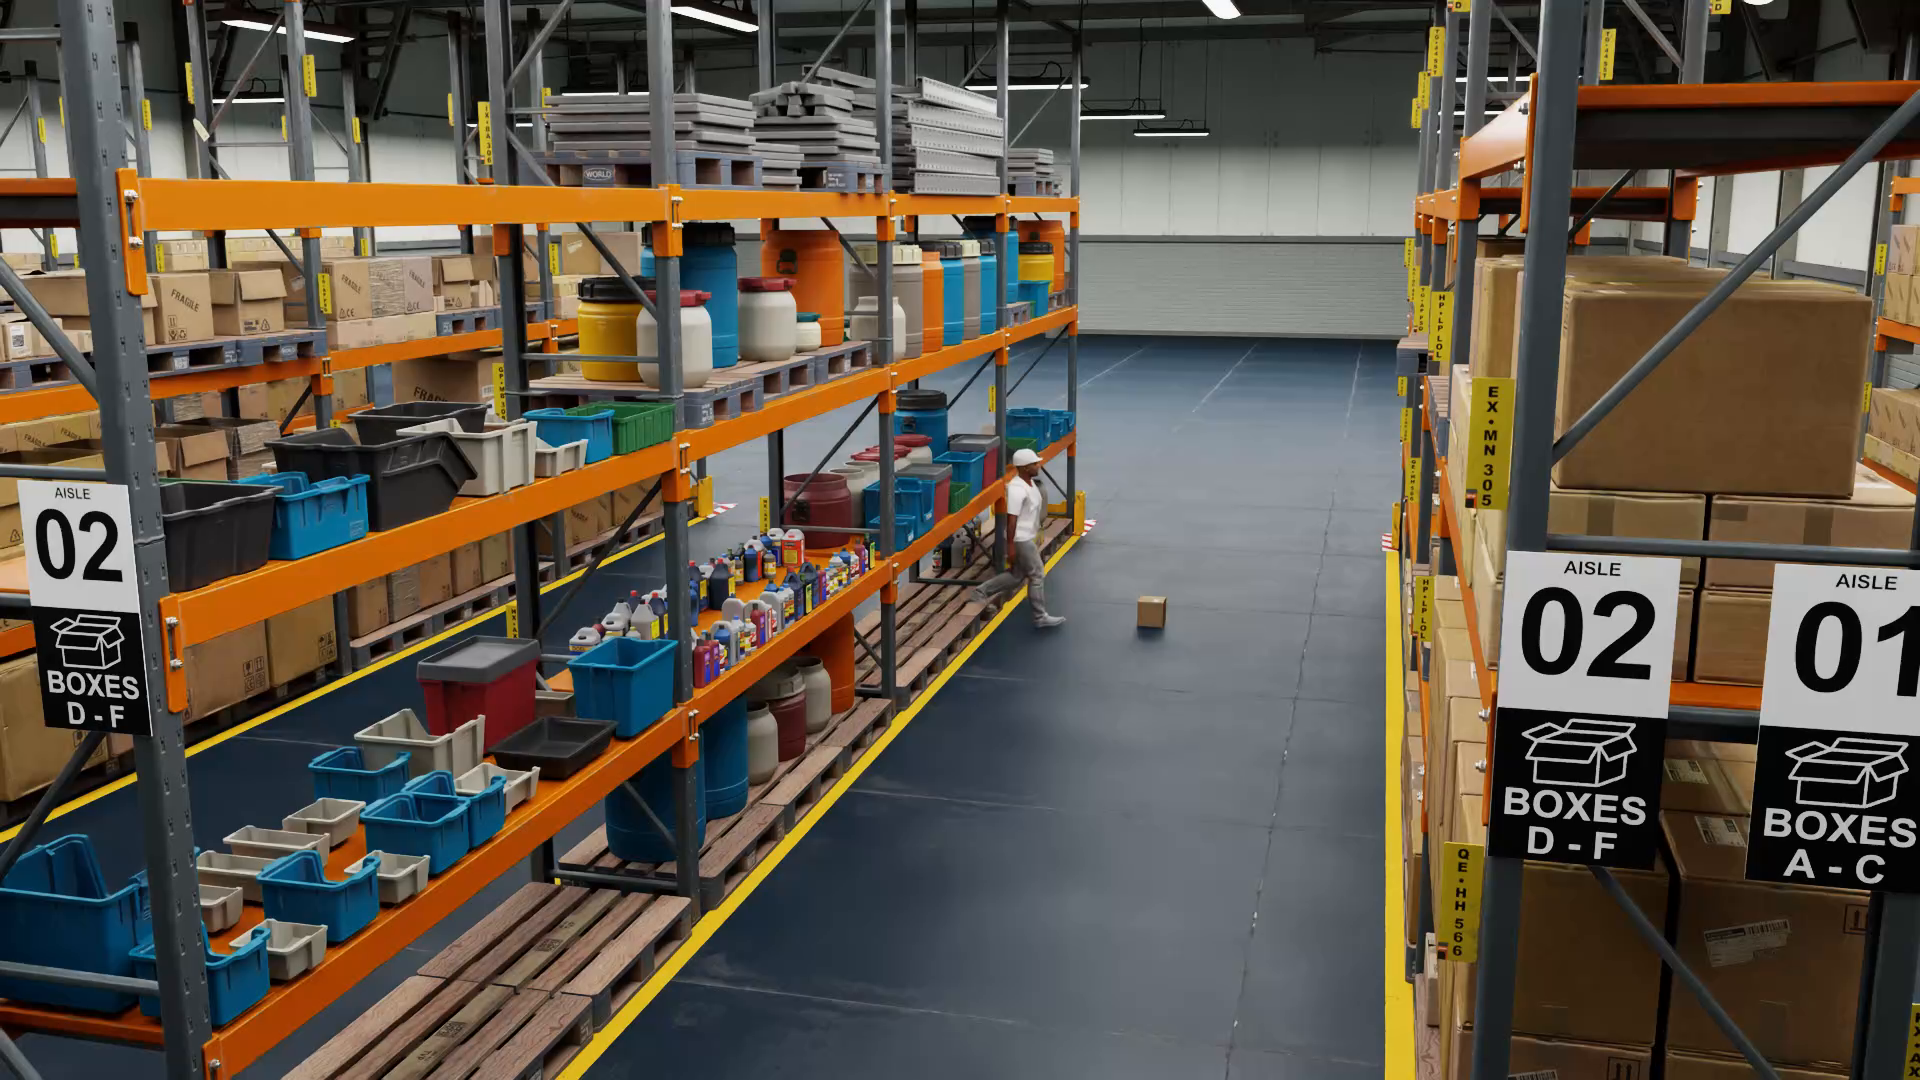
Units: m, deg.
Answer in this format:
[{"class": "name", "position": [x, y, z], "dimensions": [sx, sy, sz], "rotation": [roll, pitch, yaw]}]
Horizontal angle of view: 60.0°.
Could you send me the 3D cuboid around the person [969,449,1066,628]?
[{"class": "person", "position": [0.554, -0.023, 16.043], "dimensions": [0.957, 1.742, 0.583], "rotation": [1, 11, 6]}]
